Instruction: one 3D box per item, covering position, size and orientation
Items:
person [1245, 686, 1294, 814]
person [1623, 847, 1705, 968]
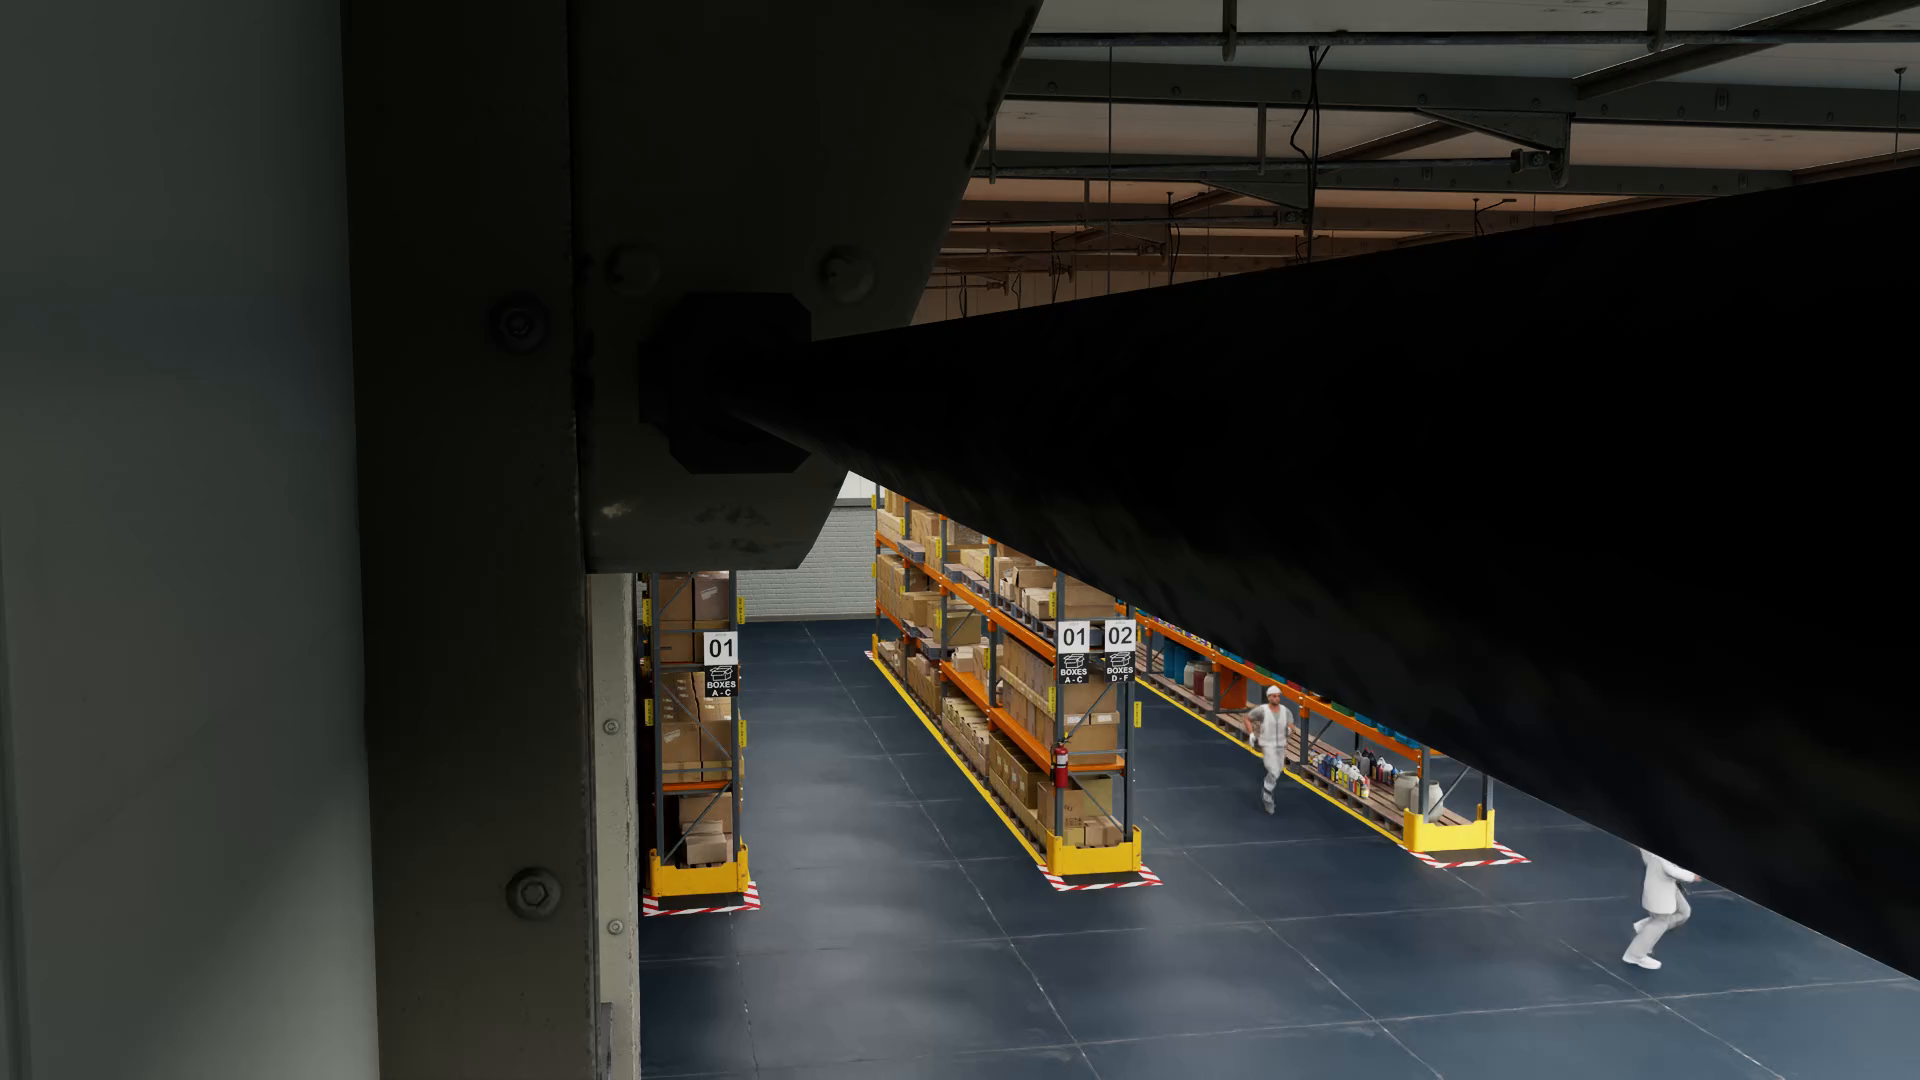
[{"bbox_3d":[4.481,2.999,23.840,0.644,1.830,0.752,-2,6,-19],"label":"person"},{"bbox_3d":[7.461,3.663,17.612,0.765,1.738,0.741,2,6,20],"label":"person"}]
